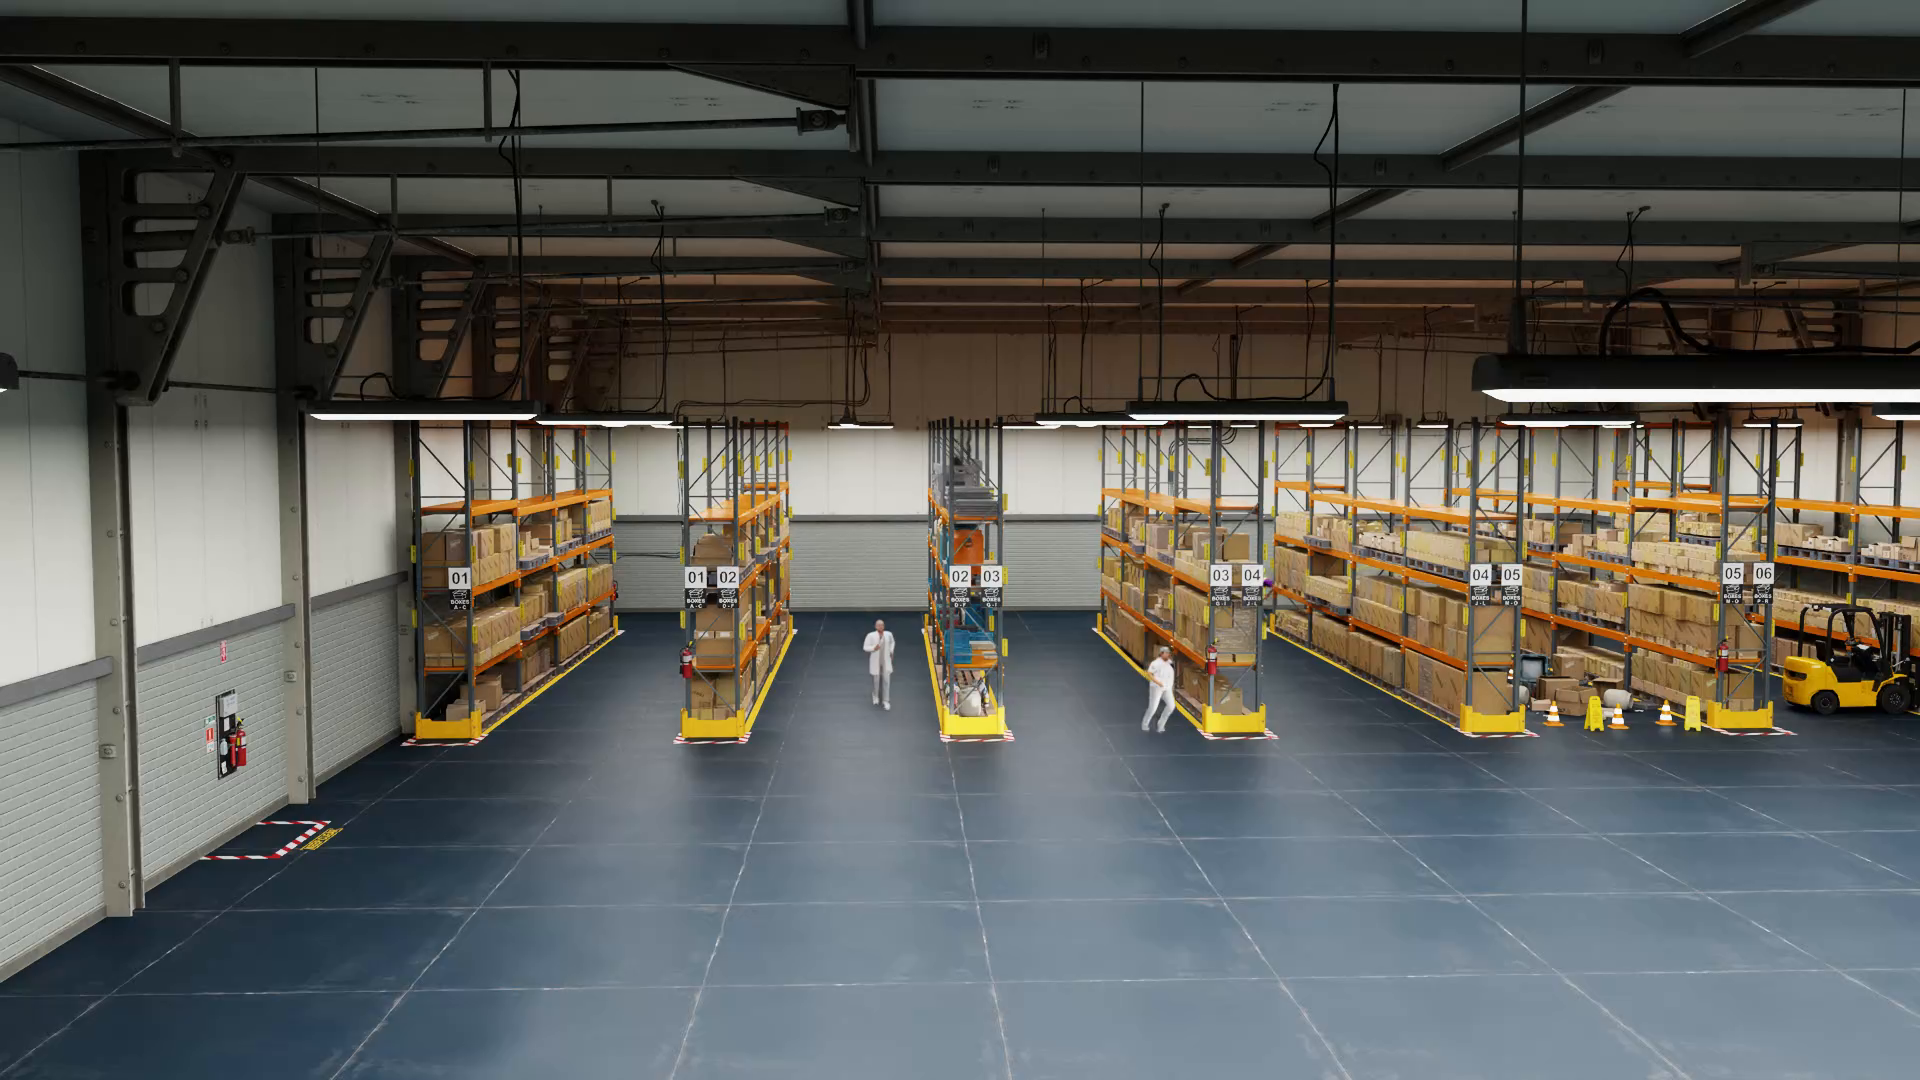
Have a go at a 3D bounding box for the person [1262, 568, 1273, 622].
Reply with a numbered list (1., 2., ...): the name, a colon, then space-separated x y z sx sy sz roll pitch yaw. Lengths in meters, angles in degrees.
1. person: 8.716 1.669 48.594 0.963 1.747 0.759 -2 4 -24

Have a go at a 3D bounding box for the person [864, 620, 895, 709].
1. person: -1.654 2.551 34.475 0.701 1.792 0.949 -1 4 -13

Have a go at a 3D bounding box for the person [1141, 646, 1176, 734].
1. person: 3.853 2.854 31.685 0.677 1.662 0.649 -2 4 -25

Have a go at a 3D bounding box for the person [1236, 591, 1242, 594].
1. person: 8.101 1.782 48.630 0.520 1.543 0.715 -3 5 -37
